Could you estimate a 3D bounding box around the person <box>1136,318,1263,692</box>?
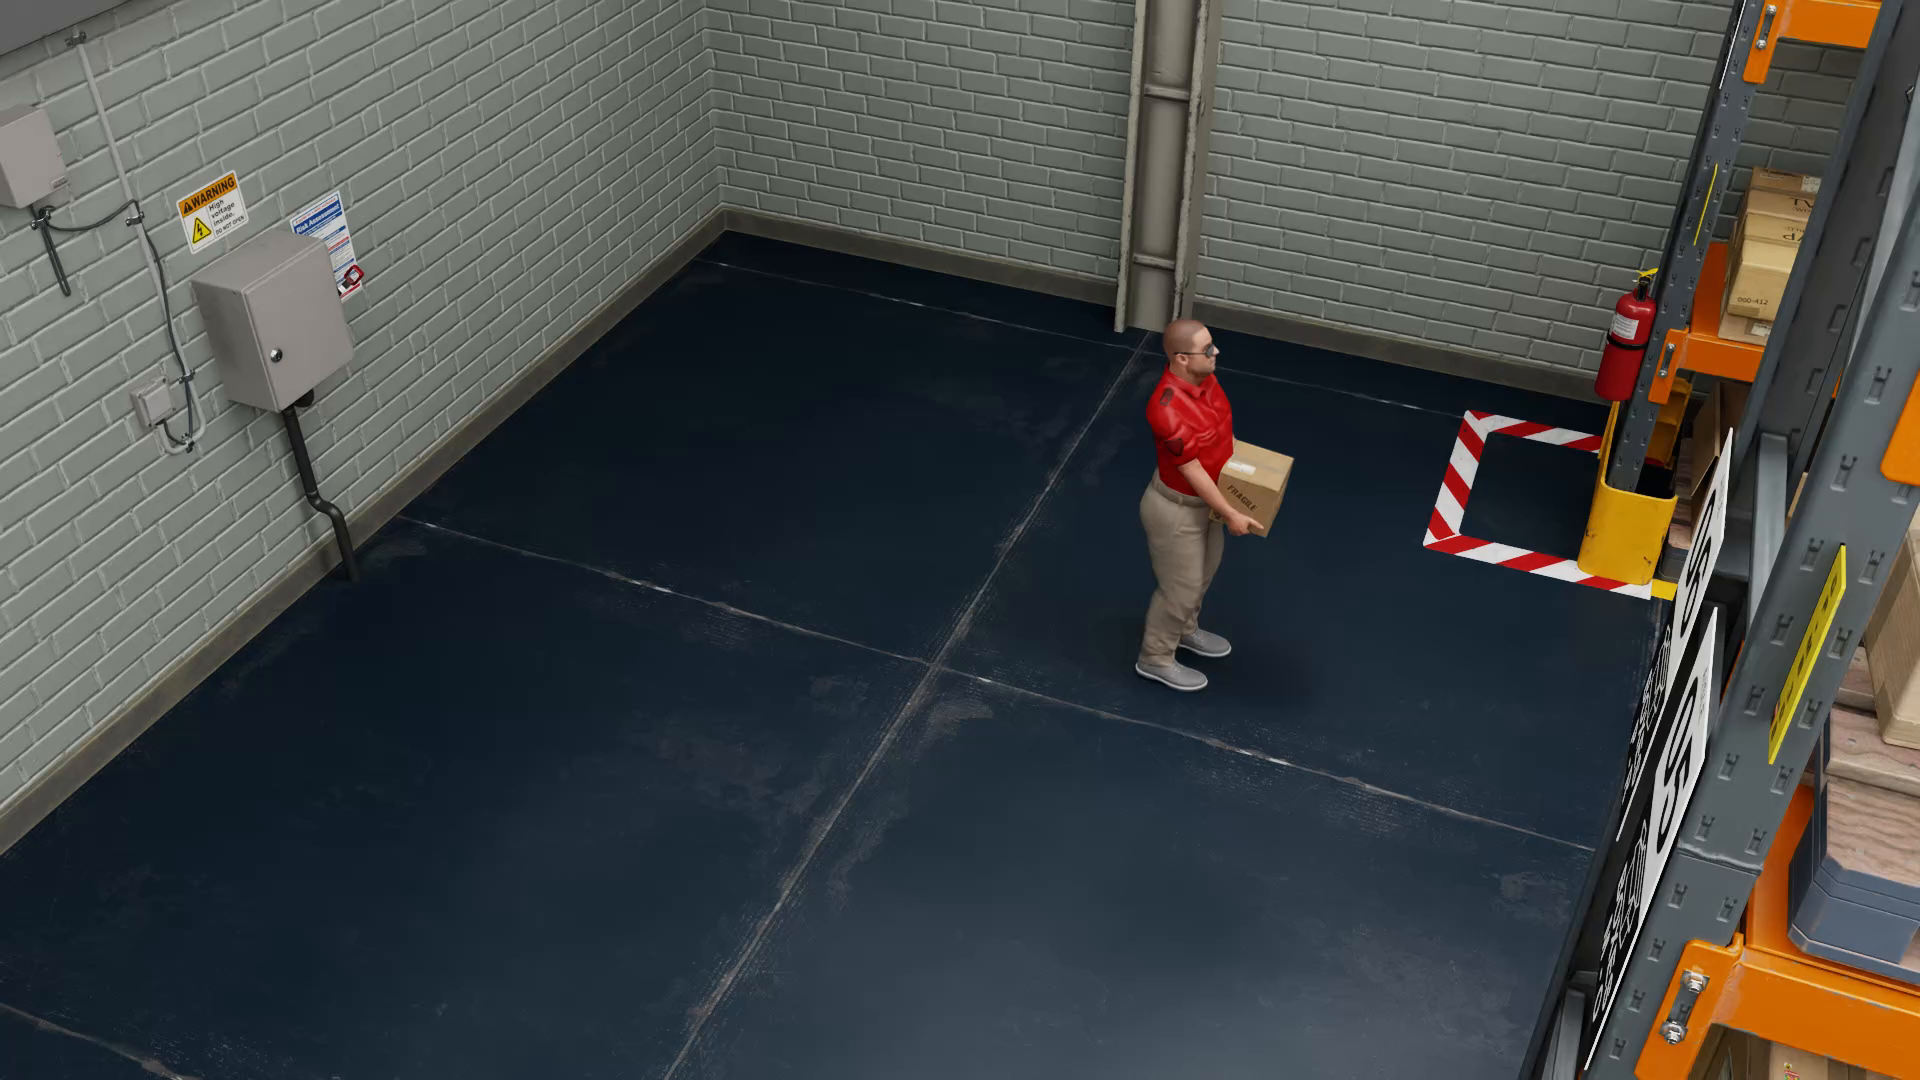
[{"bbox_3d":[1.049,-0.139,7.026,0.538,1.712,0.493,14,40,18],"label":"person"}]
